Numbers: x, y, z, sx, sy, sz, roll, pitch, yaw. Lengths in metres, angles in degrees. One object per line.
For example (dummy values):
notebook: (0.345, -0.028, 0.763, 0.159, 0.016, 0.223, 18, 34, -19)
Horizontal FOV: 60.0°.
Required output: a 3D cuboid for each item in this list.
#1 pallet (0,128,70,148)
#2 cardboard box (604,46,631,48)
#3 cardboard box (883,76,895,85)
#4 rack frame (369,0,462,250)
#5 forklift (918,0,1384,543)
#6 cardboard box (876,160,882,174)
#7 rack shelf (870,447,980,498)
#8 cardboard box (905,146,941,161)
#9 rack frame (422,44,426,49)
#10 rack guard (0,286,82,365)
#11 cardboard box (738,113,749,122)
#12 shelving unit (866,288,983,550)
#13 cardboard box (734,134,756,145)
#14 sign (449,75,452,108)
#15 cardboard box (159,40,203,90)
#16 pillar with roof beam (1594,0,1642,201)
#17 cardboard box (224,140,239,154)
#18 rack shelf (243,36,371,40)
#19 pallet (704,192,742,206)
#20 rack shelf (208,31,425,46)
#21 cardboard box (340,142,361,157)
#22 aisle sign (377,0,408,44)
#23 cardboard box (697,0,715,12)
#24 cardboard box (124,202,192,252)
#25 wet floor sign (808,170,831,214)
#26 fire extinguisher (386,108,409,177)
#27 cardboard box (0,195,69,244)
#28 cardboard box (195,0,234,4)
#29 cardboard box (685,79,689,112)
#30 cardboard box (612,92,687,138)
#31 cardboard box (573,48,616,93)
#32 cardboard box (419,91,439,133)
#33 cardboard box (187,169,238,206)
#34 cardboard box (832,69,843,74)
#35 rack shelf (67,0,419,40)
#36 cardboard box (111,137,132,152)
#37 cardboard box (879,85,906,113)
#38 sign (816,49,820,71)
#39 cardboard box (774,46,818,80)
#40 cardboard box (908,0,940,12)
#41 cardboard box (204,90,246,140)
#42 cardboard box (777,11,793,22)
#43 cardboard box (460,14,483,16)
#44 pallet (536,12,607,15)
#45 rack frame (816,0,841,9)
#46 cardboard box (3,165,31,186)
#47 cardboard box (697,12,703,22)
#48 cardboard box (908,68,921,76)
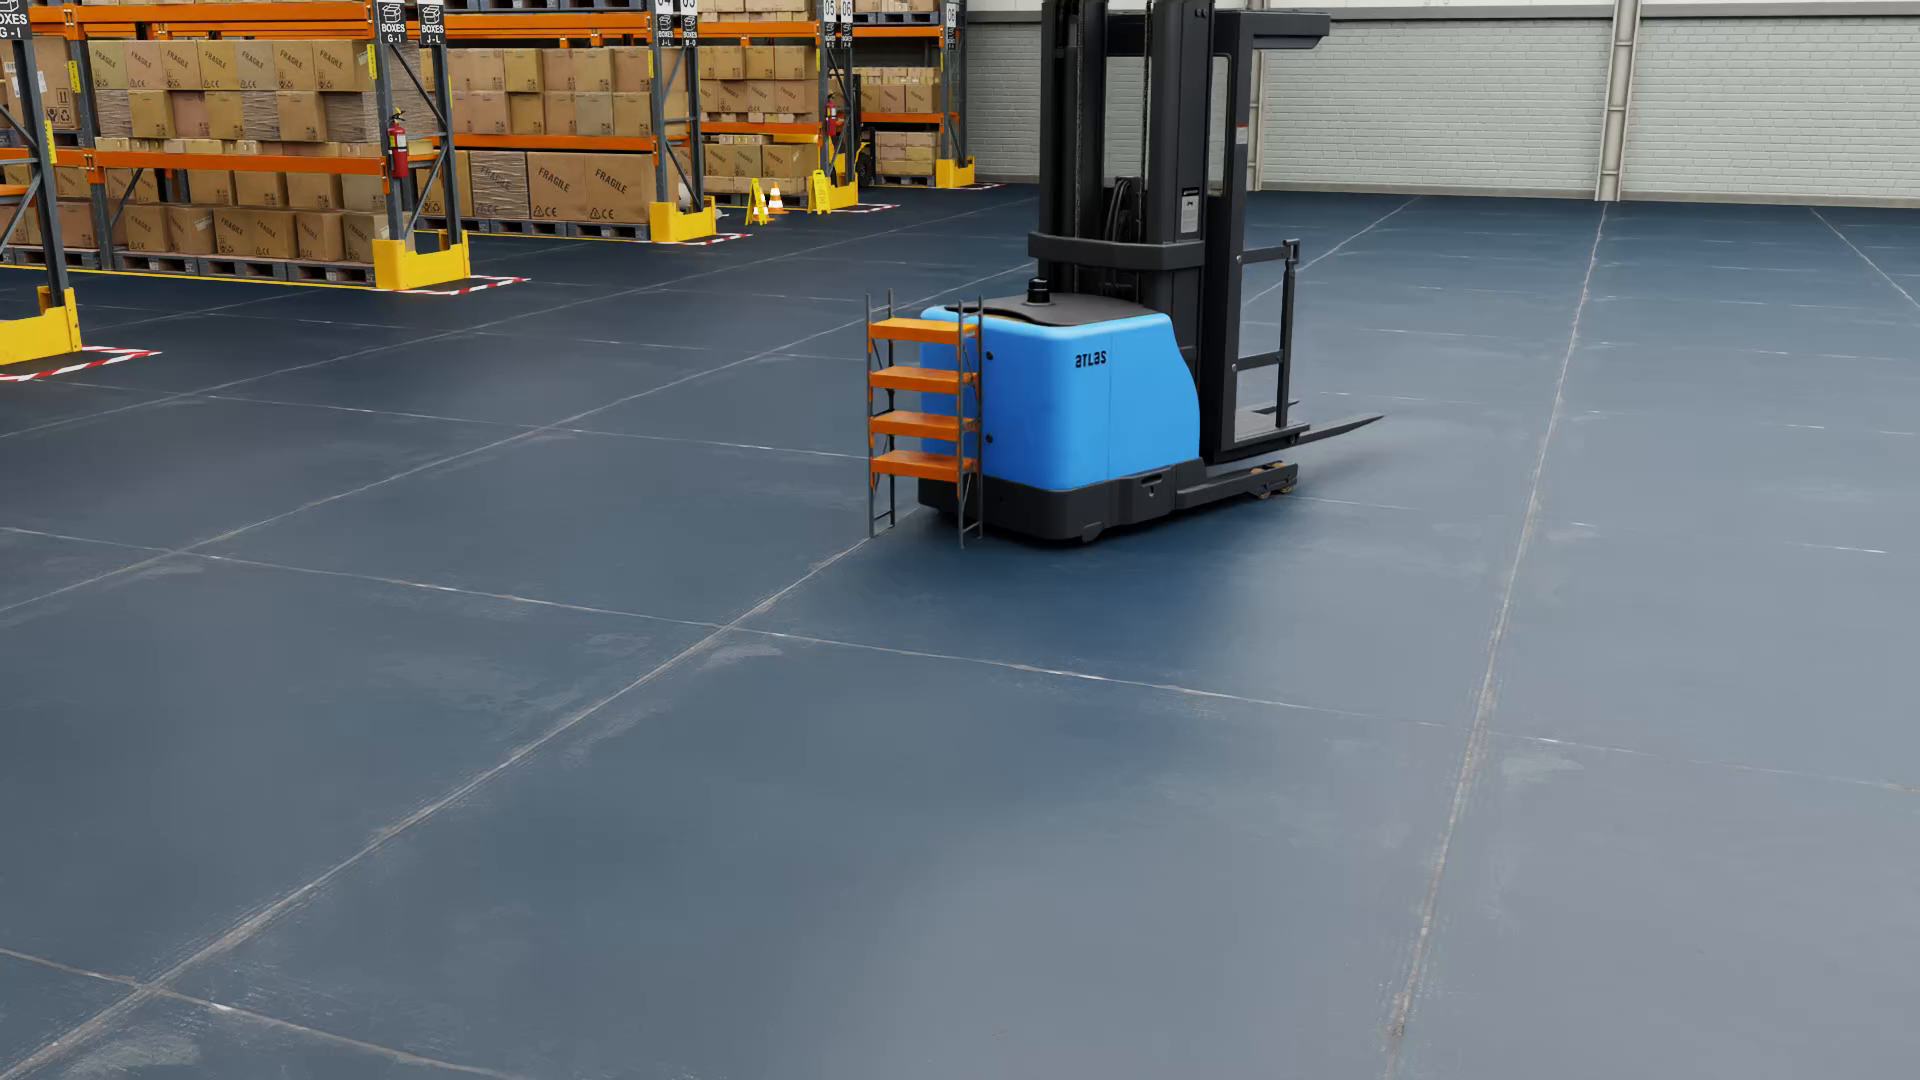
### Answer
pallet: (-11.149, -4.676, 19.243, 1.213, 0.211, 1.003, 6, 17, 21)
cardboard box: (-5.319, -7.690, 26.777, 0.500, 0.500, 0.700, 6, 17, 20)
cardboard box: (-1.229, -8.411, 30.422, 0.250, 0.149, 0.380, 6, 17, 20)
rack frame: (-5.564, -4.141, 17.058, 0.127, 3.000, 1.000, 6, 17, 21)
forklift: (1.204, -1.721, 8.844, 3.031, 2.935, 1.130, -15, 22, -41)
cardboard box: (-1.584, -6.953, 30.923, 0.500, 0.250, 0.500, 6, 17, 21)
rack shelf: (-0.168, -0.333, 8.121, 0.480, 0.148, 0.258, 8, 18, 25)
cardboard box: (-0.677, -7.089, 30.495, 0.500, 0.250, 0.500, 6, 17, 20)
rack frame: (-11.273, -9.227, 34.576, 0.127, 3.000, 1.000, 6, 17, 21)
rack guard: (-7.469, -1.652, 12.967, 0.348, 0.500, 1.175, 6, 17, 21)
cardboard box: (-3.298, -6.684, 26.266, 0.250, 0.149, 0.380, 7, 17, 21)
shelving unit: (-0.168, -0.588, 8.047, 0.503, 1.200, 0.258, 8, 18, 25)
cardboard box: (-3.367, -6.325, 26.251, 0.250, 0.149, 0.380, 7, 17, 22)
sign: (-5.365, -4.698, 17.422, 0.005, 0.325, 0.100, 6, 17, 21)
cardboard box: (-8.029, -5.007, 17.536, 0.500, 0.500, 0.500, 6, 17, 21)
pillar with roof beam: (9.157, -8.841, 22.487, 0.400, 9.000, 9.100, 6, 17, 21)
cardboard box: (-7.545, -4.166, 17.594, 0.250, 0.149, 0.380, 6, 17, 21)
rack shelf: (-13.133, -10.526, 34.962, 4.000, 0.370, 1.077, 6, 17, 21)
pallet: (-3.872, -5.598, 27.076, 1.213, 0.211, 1.003, 6, 17, 21)
rack shelf: (-11.230, -8.829, 29.117, 4.000, 0.370, 1.077, 6, 17, 21)
cardboard box: (-6.137, -4.022, 17.098, 0.250, 0.149, 0.380, 6, 17, 21)
aisle sign: (-5.616, -5.306, 16.406, 0.004, 0.787, 0.394, 6, 17, 21)
cardboard box: (-3.925, -8.360, 25.945, 0.500, 0.250, 0.500, 6, 17, 21)
cardboard box: (-8.927, -3.500, 18.581, 0.500, 0.500, 0.500, 6, 17, 19)
wet floor sign: (-2.143, -5.284, 25.217, 0.232, 0.644, 0.267, 14, 21, 40)
fire extinguisher: (-5.626, -3.973, 16.617, 0.183, 0.674, 0.296, 6, 17, 21)
cardboard box: (-10.805, -3.740, 19.372, 0.500, 0.500, 0.700, 5, 17, 16)
cardboard box: (-7.514, -5.648, 17.138, 0.500, 0.250, 0.500, 6, 17, 20)
cardboard box: (-4.404, -7.094, 26.517, 0.500, 0.500, 0.500, 6, 17, 20)
cardboard box: (-4.011, -5.515, 21.523, 0.550, 0.550, 0.875, 6, 17, 21)
cardboard box: (-4.526, -6.088, 21.559, 0.550, 0.550, 0.875, 6, 17, 21)
cardboard box: (-7.023, -5.864, 22.723, 0.550, 0.550, 0.875, 6, 17, 21)
cardboard box: (-10.558, -5.271, 24.233, 0.750, 0.750, 1.050, 6, 17, 20)
cardboard box: (-2.177, -8.669, 30.778, 0.250, 0.149, 0.380, 6, 17, 21)
rack shelf: (-7.424, -5.441, 17.445, 4.000, 0.370, 1.077, 6, 17, 21)
cardboard box: (-8.967, -4.301, 18.059, 0.250, 0.149, 0.380, 6, 17, 21)
cardboard box: (-1.143, -8.085, 30.463, 0.500, 0.500, 0.500, 7, 18, 22)
sign: (-2.150, -7.277, 25.217, 0.005, 0.325, 0.100, 6, 17, 21)
cardboard box: (-2.483, -7.378, 25.702, 0.500, 0.500, 0.700, 6, 17, 19)
cardboard box: (-0.611, -9.719, 29.781, 0.500, 0.500, 0.500, 7, 18, 22)
cardboard box: (-7.484, -4.532, 17.692, 0.500, 0.500, 0.875, 6, 17, 21)
cardboard box: (-2.605, -8.012, 25.463, 0.250, 0.149, 0.380, 6, 17, 21)
cardboard box: (-7.940, -8.871, 27.786, 0.637, 0.503, 0.797, 6, 17, 21)
pallet: (-6.184, -8.562, 27.242, 1.003, 0.211, 1.213, 6, 17, 21)
rack frame: (-1.927, -9.592, 25.075, 0.127, 3.000, 1.000, 6, 17, 21)
cardboard box: (-14.223, -5.502, 25.475, 0.500, 0.500, 0.500, 7, 18, 23)
cardboard box: (-4.012, -8.187, 26.064, 0.250, 0.149, 0.380, 6, 17, 21)
cardboard box: (-0.761, -8.501, 30.198, 0.250, 0.149, 0.380, 6, 17, 21)
